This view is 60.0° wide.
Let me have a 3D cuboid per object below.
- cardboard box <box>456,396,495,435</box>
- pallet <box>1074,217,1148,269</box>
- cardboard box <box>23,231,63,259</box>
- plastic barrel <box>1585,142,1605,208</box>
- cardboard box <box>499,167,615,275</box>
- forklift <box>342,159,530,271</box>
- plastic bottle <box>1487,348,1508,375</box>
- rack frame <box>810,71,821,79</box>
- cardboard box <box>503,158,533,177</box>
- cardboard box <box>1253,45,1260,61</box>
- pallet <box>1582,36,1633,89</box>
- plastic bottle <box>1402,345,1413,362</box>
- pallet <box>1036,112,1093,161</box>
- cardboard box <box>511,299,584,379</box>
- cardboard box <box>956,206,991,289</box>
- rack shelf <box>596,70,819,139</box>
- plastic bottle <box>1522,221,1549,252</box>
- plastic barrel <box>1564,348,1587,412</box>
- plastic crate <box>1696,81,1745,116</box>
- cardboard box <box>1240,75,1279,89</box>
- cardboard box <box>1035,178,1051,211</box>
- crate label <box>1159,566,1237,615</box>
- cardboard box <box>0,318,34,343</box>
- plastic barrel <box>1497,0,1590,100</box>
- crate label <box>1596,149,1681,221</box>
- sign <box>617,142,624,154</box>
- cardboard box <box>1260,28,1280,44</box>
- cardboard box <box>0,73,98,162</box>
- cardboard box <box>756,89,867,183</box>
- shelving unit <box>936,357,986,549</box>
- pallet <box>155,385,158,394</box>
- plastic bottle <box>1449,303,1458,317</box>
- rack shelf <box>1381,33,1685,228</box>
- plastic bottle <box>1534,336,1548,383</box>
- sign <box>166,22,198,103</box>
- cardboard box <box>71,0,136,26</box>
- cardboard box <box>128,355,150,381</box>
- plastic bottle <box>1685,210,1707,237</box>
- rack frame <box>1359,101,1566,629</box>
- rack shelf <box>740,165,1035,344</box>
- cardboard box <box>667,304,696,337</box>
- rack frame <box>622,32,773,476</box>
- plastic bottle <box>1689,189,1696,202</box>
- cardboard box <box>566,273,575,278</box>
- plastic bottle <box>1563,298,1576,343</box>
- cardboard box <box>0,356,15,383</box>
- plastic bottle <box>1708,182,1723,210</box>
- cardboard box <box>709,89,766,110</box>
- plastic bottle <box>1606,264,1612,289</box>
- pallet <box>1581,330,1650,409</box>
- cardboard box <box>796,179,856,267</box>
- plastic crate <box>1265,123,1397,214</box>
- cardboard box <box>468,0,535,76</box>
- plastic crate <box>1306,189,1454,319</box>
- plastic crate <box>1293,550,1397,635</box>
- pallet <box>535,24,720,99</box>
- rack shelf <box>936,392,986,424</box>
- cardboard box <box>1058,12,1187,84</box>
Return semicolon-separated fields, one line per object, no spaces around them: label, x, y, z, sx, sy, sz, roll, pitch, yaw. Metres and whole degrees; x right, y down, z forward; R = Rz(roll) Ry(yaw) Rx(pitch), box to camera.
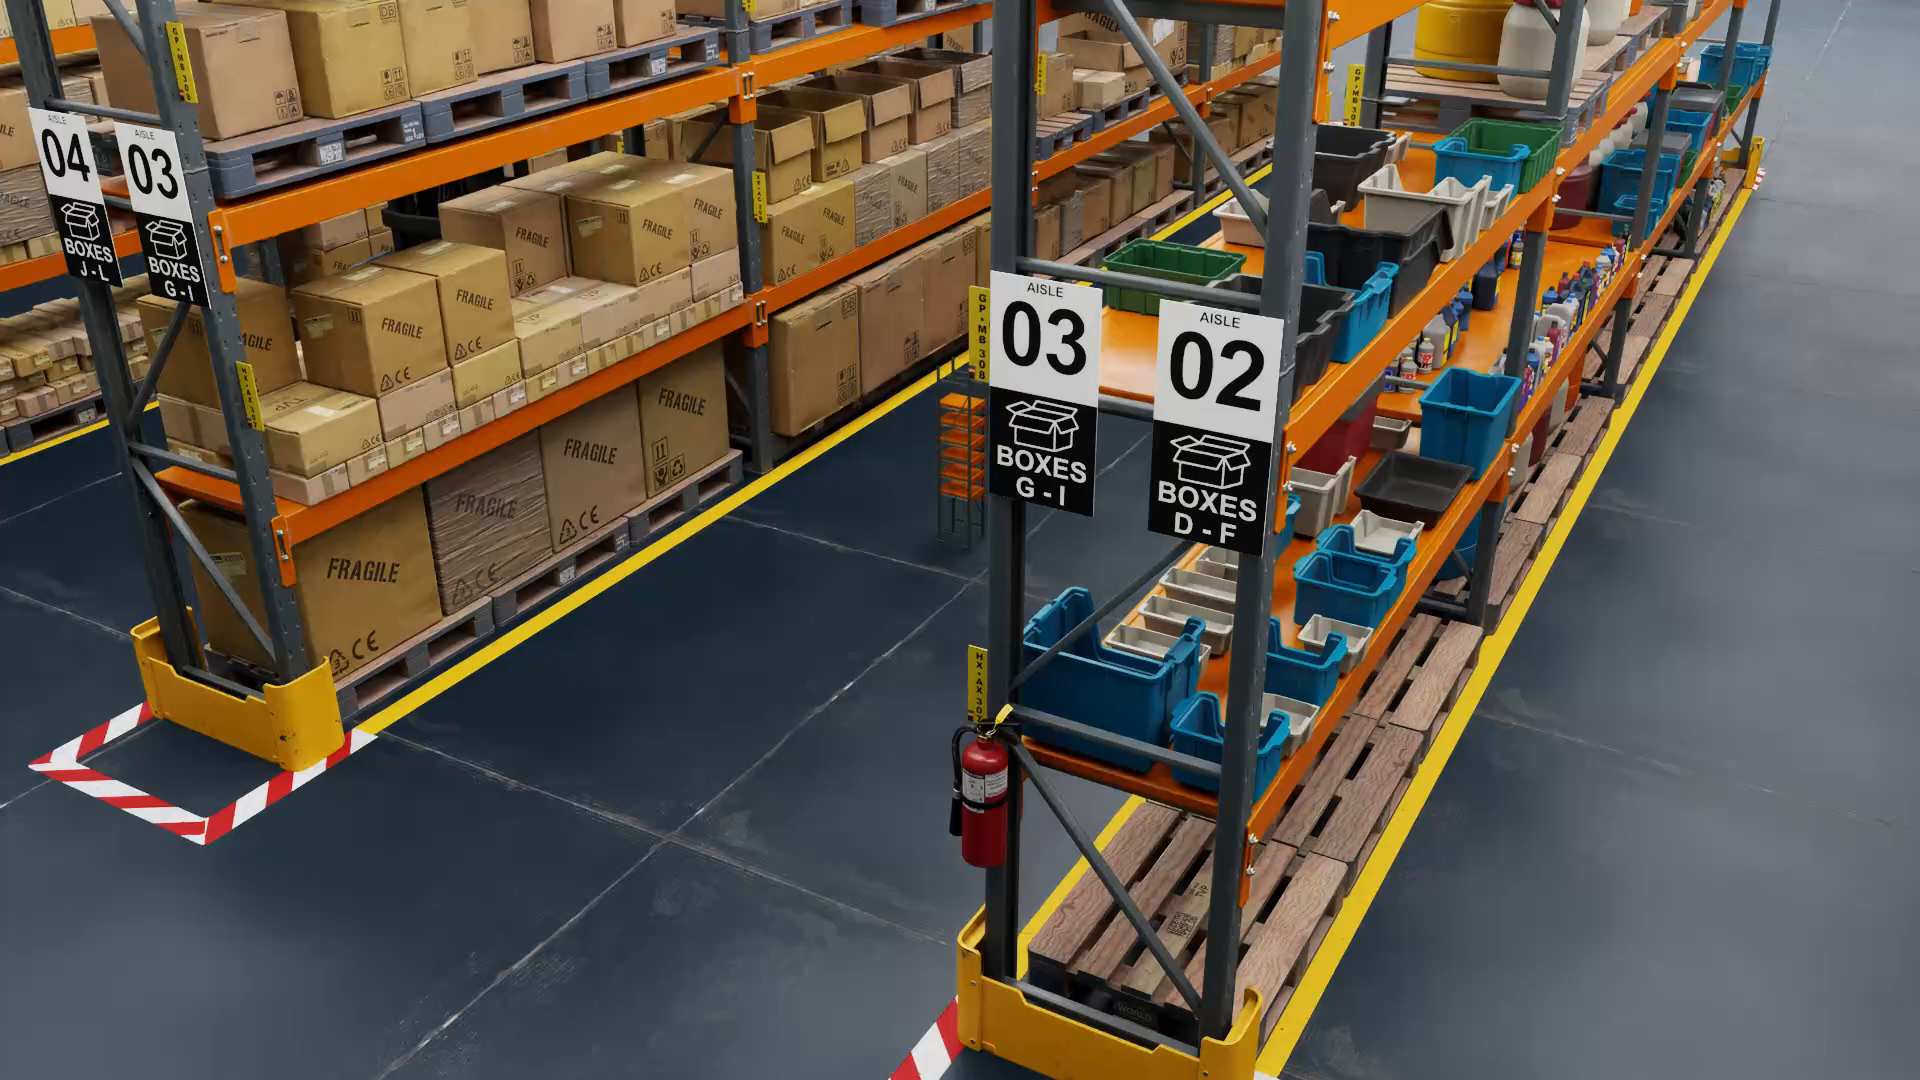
cardboard box;-2.785;-0.716;9.111;0.380;0.149;0.250;14;30;25
pallet;1.171;-3.011;16.529;1.003;0.211;1.213;14;30;26
cardboard box;-6.695;-2.152;11.979;0.380;0.149;0.250;15;30;27
plastic barrel;4.817;-2.887;13.042;0.421;0.512;0.421;0;27;0
cardboard box;-2.490;-2.002;10.395;0.500;0.500;0.500;14;30;26
forklift;-3.726;-2.810;13.089;1.130;2.935;3.031;9;28;17
plastic bottle;3.004;-0.890;9.232;0.144;0.351;0.185;14;30;26
rack frame;-2.116;-6.170;19.725;1.000;3.000;0.127;14;30;26
cardboard box;-4.431;-3.493;15.863;0.500;0.250;0.500;15;30;27
cardboard box;3.114;-5.437;18.540;0.380;0.149;0.250;14;30;26
pallet;3.385;-2.857;9.966;1.003;0.211;1.213;14;30;26
plastic bottle;2.593;-1.056;9.731;0.097;0.201;0.097;0;27;0
pallet;0.442;-3.695;14.995;1.213;0.211;1.003;14;30;26
cardboard box;-2.527;-1.159;9.550;0.500;0.250;0.500;14;30;25
cardboard box;-0.173;-2.453;14.204;1.225;0.875;0.875;13;29;24
rack shelf;-3.100;-5.069;18.329;1.077;0.370;4.000;14;30;26
plastic bottle;4.135;-2.203;11.938;0.152;0.276;0.135;14;30;26
plastic barrel;4.271;-1.412;12.175;0.600;0.830;0.708;14;30;26
plastic crate;7.378;-4.320;16.266;0.450;0.188;0.662;14;30;26
cardboard box;3.798;-5.428;20.566;0.500;0.500;0.500;21;33;35
cardboard box;0.488;-3.162;15.179;0.500;0.250;0.500;16;31;28
crate label;1.076;0.238;7.151;0.396;0.136;0.243;14;30;26
cardboard box;-7.193;-1.540;12.526;0.380;0.149;0.250;14;30;26
plastic barrel;3.006;-2.570;8.561;0.433;0.535;0.433;0;27;0
crate label;5.221;-2.733;12.819;0.502;0.435;0.616;14;30;26
sign;-2.260;-2.519;11.226;0.100;0.325;0.005;14;30;26
cardboard box;3.144;-5.968;18.878;0.875;0.500;0.500;14;30;26
cardboard box;-6.561;-3.036;11.902;0.500;0.500;0.500;15;30;27
cardboard box;-1.128;-2.930;12.020;0.797;0.503;0.637;15;30;27
shelving unit;0.007;-0.542;10.493;0.258;1.200;0.189;14;30;26
pallet;-6.351;-1.536;13.583;1.003;0.211;1.213;14;30;26
plastic bottle;2.987;-1.316;10.172;0.097;0.271;0.097;0;27;0
rack shelf;3.513;-2.629;10.104;1.077;0.370;4.000;14;30;26
plastic bottle;3.349;-1.051;9.642;0.097;0.271;0.097;0;27;0
sign;-3.271;-2.005;6.989;0.100;0.325;0.005;14;30;26
cardboard box;-6.314;-3.884;11.975;0.500;0.250;0.500;14;30;26
cardboard box;-6.457;-1.334;12.780;0.380;0.149;0.250;14;30;26
plastic bottle;7.138;-3.087;16.116;0.152;0.276;0.135;15;30;28
rack frame;2.529;-0.830;9.058;1.000;3.000;0.127;14;30;26
rack shelf;-0.799;-2.379;12.955;1.077;0.370;4.000;14;30;26
cardboard box;-1.901;-1.417;10.511;0.380;0.149;0.250;14;30;25
rack frame;-1.783;-1.921;11.237;1.000;3.000;0.127;14;30;26
plastic bottle;7.384;-3.412;16.767;0.152;0.276;0.135;14;30;26
cardboard box;-2.491;-1.669;10.568;0.500;0.250;0.500;14;30;26
plastic bottle;3.739;-1.360;10.259;0.097;0.271;0.097;0;27;0
cardboard box;-7.005;-1.227;11.901;0.380;0.149;0.250;15;30;28
plastic bottle;7.694;-3.527;16.997;0.152;0.276;0.135;13;30;25
cardboard box;-2.821;-4.715;18.863;1.050;0.750;0.750;14;30;26
plastic bottle;4.339;-1.804;11.225;0.097;0.201;0.097;0;27;0
pallet;4.912;-1.436;13.382;1.003;0.211;1.213;14;30;26
cardboard box;-1.093;-2.286;11.854;0.500;0.500;0.500;14;30;26
plastic crate;1.679;-1.690;7.569;0.497;0.269;0.590;14;30;26
cardboard box;-2.765;-2.840;9.030;0.700;0.500;0.500;16;31;28
plastic crate;1.552;-1.120;6.355;0.504;0.338;0.767;14;30;26
plastic crate;1.617;0.240;7.040;0.416;0.233;0.300;14;30;26
pallet;-2.195;-2.906;9.953;1.003;0.211;1.213;14;30;26
rack shelf;0.007;-0.824;10.351;0.258;0.103;0.180;14;30;26
cardboard box;1.640;-5.216;16.680;1.000;1.000;1.000;14;30;26
